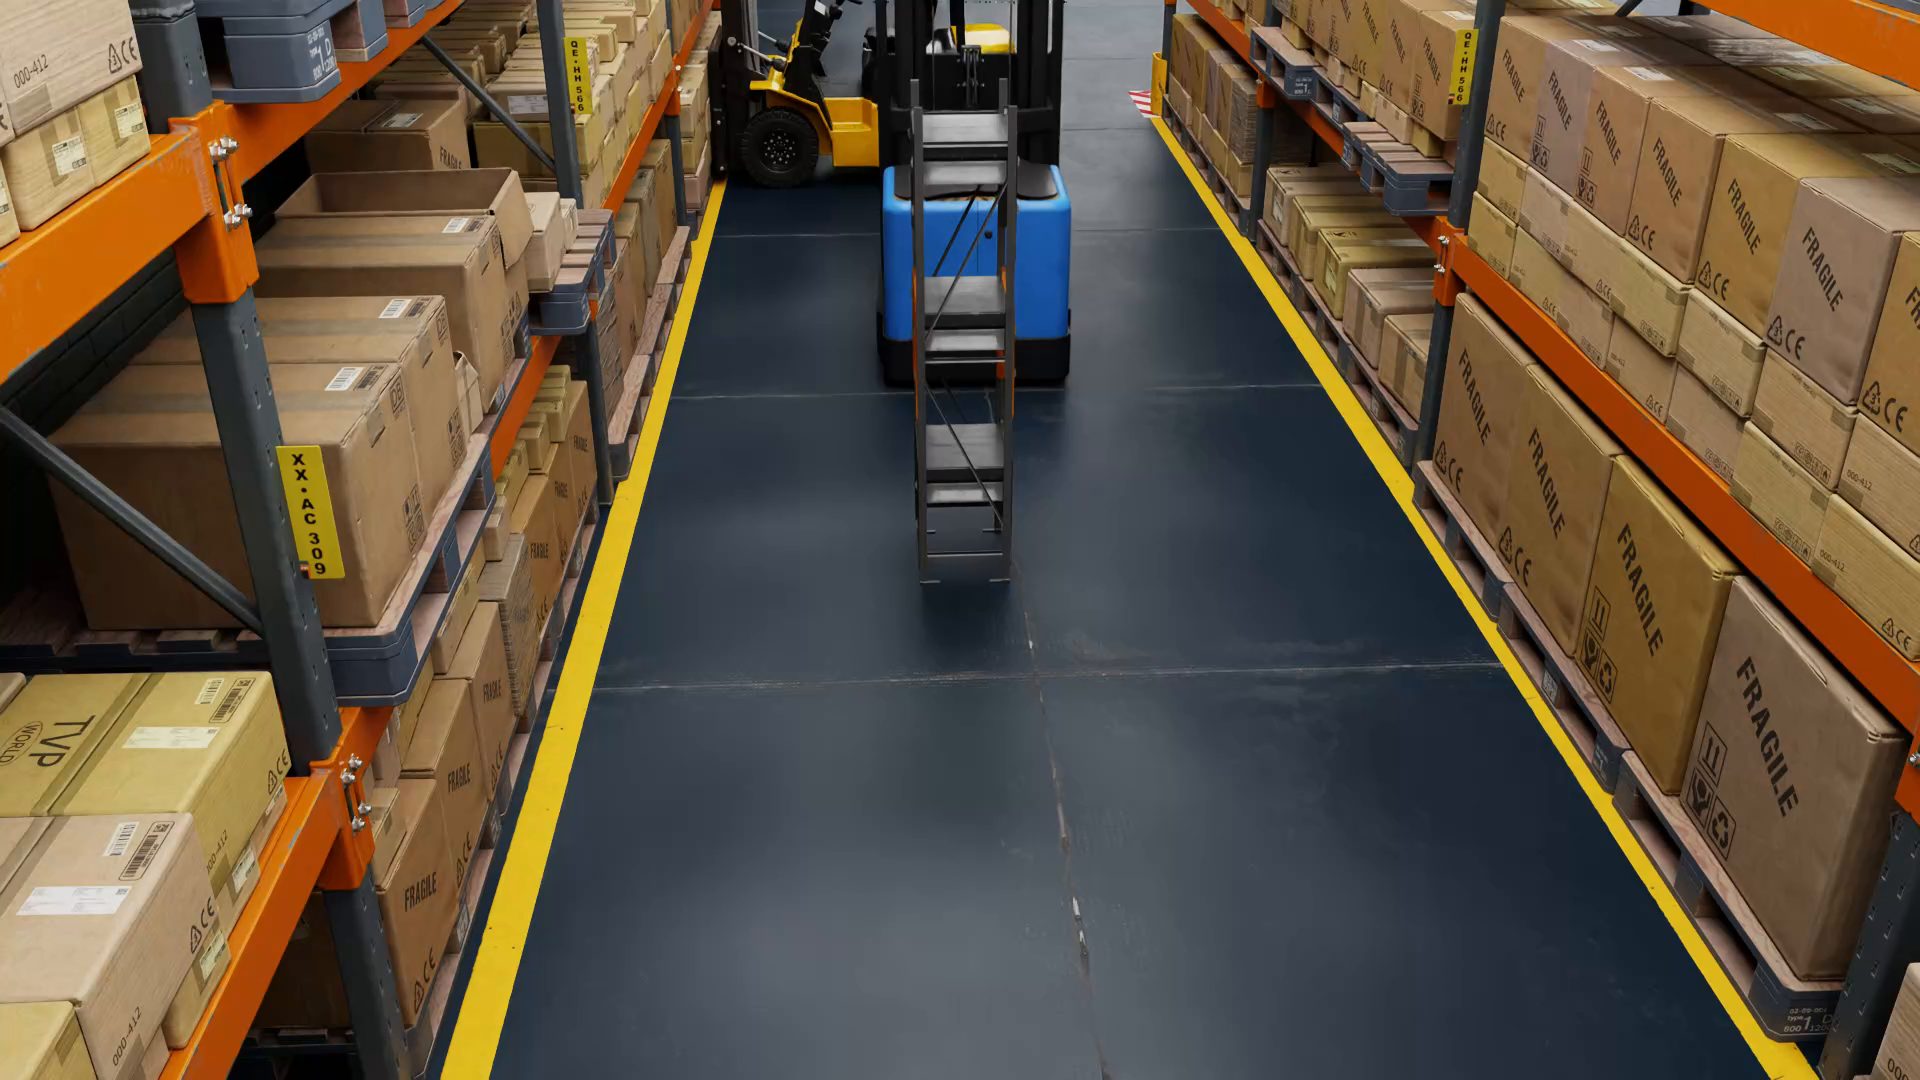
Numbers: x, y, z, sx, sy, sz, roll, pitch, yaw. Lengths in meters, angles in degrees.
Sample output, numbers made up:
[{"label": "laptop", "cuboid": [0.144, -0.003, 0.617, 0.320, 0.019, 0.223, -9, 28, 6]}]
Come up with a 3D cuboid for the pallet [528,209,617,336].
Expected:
[{"label": "pallet", "cuboid": [-2.085, -1.109, 6.840, 1.213, 0.211, 1.003, -1, 28, -3]}]

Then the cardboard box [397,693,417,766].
[{"label": "cardboard box", "cuboid": [-1.851, 0.560, 4.980, 0.380, 0.149, 0.250, -3, 28, -5]}]

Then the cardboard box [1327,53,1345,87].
[{"label": "cardboard box", "cuboid": [2.311, -2.683, 9.469, 0.380, 0.149, 0.250, 0, 28, -1]}]

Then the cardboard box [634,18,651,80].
[{"label": "cardboard box", "cuboid": [-2.064, -2.813, 9.522, 0.500, 0.250, 0.500, -1, 28, -2]}]

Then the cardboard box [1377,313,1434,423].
[{"label": "cardboard box", "cuboid": [2.746, -0.909, 8.637, 0.950, 0.372, 0.625, -3, 28, -6]}]

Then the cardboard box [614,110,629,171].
[{"label": "cardboard box", "cuboid": [-2.025, -2.120, 8.733, 0.500, 0.250, 0.500, -2, 28, -4]}]

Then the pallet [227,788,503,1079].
[{"label": "pallet", "cuboid": [-2.062, 1.204, 5.214, 1.003, 0.211, 1.213, -1, 28, -3]}]

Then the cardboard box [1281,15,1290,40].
[{"label": "cardboard box", "cuboid": [2.270, -3.286, 10.624, 0.380, 0.149, 0.250, -1, 28, -2]}]

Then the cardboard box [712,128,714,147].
[{"label": "cardboard box", "cuboid": [-2.185, -3.257, 13.270, 0.500, 0.250, 0.500, -1, 28, -1]}]

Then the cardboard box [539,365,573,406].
[{"label": "cardboard box", "cuboid": [-1.912, -0.649, 7.298, 0.380, 0.149, 0.250, -3, 28, -5]}]

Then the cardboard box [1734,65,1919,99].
[{"label": "cardboard box", "cuboid": [3.108, -1.416, 6.031, 0.500, 0.500, 0.500, -1, 28, -3]}]

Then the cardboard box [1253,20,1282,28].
[{"label": "cardboard box", "cuboid": [2.236, -3.504, 11.496, 0.380, 0.149, 0.250, -2, 28, -3]}]

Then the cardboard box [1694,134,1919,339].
[{"label": "cardboard box", "cuboid": [2.659, -0.941, 5.121, 0.500, 0.500, 0.500, -1, 28, -1]}]

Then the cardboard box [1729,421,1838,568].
[{"label": "cardboard box", "cuboid": [2.674, -0.149, 4.955, 0.500, 0.250, 0.500, -2, 28, -3]}]

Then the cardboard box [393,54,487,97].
[{"label": "cardboard box", "cuboid": [-2.488, -2.222, 7.957, 0.380, 0.149, 0.250, -1, 28, -3]}]

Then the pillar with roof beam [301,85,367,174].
[{"label": "pillar with roof beam", "cuboid": [1.140, -4.849, 7.317, 9.100, 9.000, 0.400, -1, 28, -3]}]

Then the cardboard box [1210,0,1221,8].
[{"label": "cardboard box", "cuboid": [2.146, -4.210, 12.849, 0.380, 0.149, 0.250, -1, 28, -2]}]

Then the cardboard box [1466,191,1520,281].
[{"label": "cardboard box", "cuboid": [2.540, -1.328, 7.215, 0.500, 0.250, 0.500, -2, 28, -4]}]

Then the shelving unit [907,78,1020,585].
[{"label": "shelving unit", "cuboid": [0.009, -0.855, 7.118, 0.431, 2.100, 0.503, -1, 28, -3]}]

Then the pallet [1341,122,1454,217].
[{"label": "pallet", "cuboid": [2.622, -1.868, 8.296, 1.213, 0.211, 1.003, -1, 28, -3]}]

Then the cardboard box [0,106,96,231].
[{"label": "cardboard box", "cuboid": [-1.659, -0.604, 2.693, 0.380, 0.149, 0.250, -1, 28, -3]}]

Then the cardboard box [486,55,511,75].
[{"label": "cardboard box", "cuboid": [-2.544, -2.329, 8.593, 0.500, 0.250, 0.500, -2, 28, -3]}]

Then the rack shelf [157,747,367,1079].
[{"label": "rack shelf", "cuboid": [-1.877, 1.585, 2.246, 1.077, 0.370, 4.000, -1, 28, -3]}]

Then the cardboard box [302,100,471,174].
[{"label": "cardboard box", "cuboid": [-2.320, -1.494, 6.809, 0.500, 0.500, 0.500, 0, 28, 0]}]

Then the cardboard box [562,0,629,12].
[{"label": "cardboard box", "cuboid": [-2.064, -2.943, 9.339, 0.380, 0.149, 0.250, -1, 28, -2]}]

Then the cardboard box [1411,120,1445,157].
[{"label": "cardboard box", "cuboid": [2.428, -1.969, 8.100, 0.380, 0.149, 0.250, -1, 28, -2]}]

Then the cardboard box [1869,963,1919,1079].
[{"label": "cardboard box", "cuboid": [2.900, 1.463, 4.018, 0.875, 0.438, 0.875, -2, 28, -3]}]

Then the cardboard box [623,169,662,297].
[{"label": "cardboard box", "cuboid": [-2.328, -1.887, 10.237, 0.875, 0.625, 0.625, -2, 28, -3]}]

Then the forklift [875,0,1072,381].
[{"label": "forklift", "cuboid": [0.045, -2.832, 10.010, 1.130, 2.935, 3.031, -1, 28, -2]}]

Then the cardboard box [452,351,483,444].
[{"label": "cardboard box", "cuboid": [-1.671, -0.435, 5.032, 0.396, 0.266, 0.258, 0, 28, 0]}]

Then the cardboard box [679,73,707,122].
[{"label": "cardboard box", "cuboid": [-2.128, -3.230, 12.138, 0.500, 0.250, 0.500, -1, 28, -3]}]

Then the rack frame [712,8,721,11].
[{"label": "rack frame", "cuboid": [-2.609, -5.200, 14.476, 1.000, 3.000, 0.127, -1, 28, -3]}]

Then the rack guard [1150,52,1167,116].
[{"label": "rack guard", "cuboid": [2.352, -4.178, 15.220, 1.175, 0.500, 0.348, -1, 28, -3]}]

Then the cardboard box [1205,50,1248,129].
[{"label": "cardboard box", "cuboid": [2.202, -3.511, 12.946, 0.500, 0.500, 0.500, 0, 28, 0]}]

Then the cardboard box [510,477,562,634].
[{"label": "cardboard box", "cuboid": [-1.908, 0.080, 6.602, 0.500, 0.500, 0.500, 0, 28, 0]}]

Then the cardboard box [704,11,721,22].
[{"label": "cardboard box", "cuboid": [-2.273, -4.405, 14.390, 0.500, 0.250, 0.500, 0, 28, -1]}]

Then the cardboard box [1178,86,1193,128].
[{"label": "cardboard box", "cuboid": [2.133, -3.673, 14.068, 0.500, 0.250, 0.500, 0, 28, -1]}]

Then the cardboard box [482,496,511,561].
[{"label": "cardboard box", "cuboid": [-1.871, -0.036, 6.122, 0.380, 0.149, 0.250, -3, 28, -5]}]

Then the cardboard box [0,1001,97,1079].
[{"label": "cardboard box", "cuboid": [-1.658, 0.968, 2.492, 0.500, 0.250, 0.500, -2, 28, -3]}]

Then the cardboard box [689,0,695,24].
[{"label": "cardboard box", "cuboid": [-2.233, -4.082, 12.225, 0.500, 0.500, 0.500, -2, 28, -3]}]

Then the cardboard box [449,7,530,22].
[{"label": "cardboard box", "cuboid": [-2.562, -2.812, 9.088, 0.380, 0.149, 0.250, -1, 28, -2]}]

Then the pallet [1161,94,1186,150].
[{"label": "pallet", "cuboid": [2.359, -3.674, 14.566, 1.003, 0.211, 1.213, -1, 28, -3]}]

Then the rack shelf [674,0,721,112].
[{"label": "rack shelf", "cuboid": [-2.504, -3.957, 12.871, 1.077, 0.370, 4.000, -1, 28, -3]}]

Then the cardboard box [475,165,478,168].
[{"label": "cardboard box", "cuboid": [-2.470, -1.640, 7.813, 0.500, 0.250, 0.500, -2, 28, -4]}]

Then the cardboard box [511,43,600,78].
[{"label": "cardboard box", "cuboid": [-1.994, -2.353, 8.209, 0.380, 0.149, 0.250, -1, 28, -2]}]

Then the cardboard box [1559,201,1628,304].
[{"label": "cardboard box", "cuboid": [2.585, -1.073, 6.185, 0.500, 0.250, 0.500, -1, 28, -3]}]

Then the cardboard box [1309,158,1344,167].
[{"label": "cardboard box", "cuboid": [2.796, -2.720, 12.241, 0.500, 0.250, 0.500, -3, 28, -5]}]

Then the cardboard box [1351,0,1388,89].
[{"label": "cardboard box", "cuboid": [2.399, -2.664, 8.730, 0.500, 0.500, 0.500, -3, 28, -6]}]

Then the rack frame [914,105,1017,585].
[{"label": "rack frame", "cuboid": [0.021, -0.742, 6.902, 0.400, 2.100, 0.015, -1, 28, -3]}]

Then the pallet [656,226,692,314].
[{"label": "pallet", "cuboid": [-2.322, -1.777, 10.928, 1.003, 0.211, 1.213, -1, 28, -3]}]
